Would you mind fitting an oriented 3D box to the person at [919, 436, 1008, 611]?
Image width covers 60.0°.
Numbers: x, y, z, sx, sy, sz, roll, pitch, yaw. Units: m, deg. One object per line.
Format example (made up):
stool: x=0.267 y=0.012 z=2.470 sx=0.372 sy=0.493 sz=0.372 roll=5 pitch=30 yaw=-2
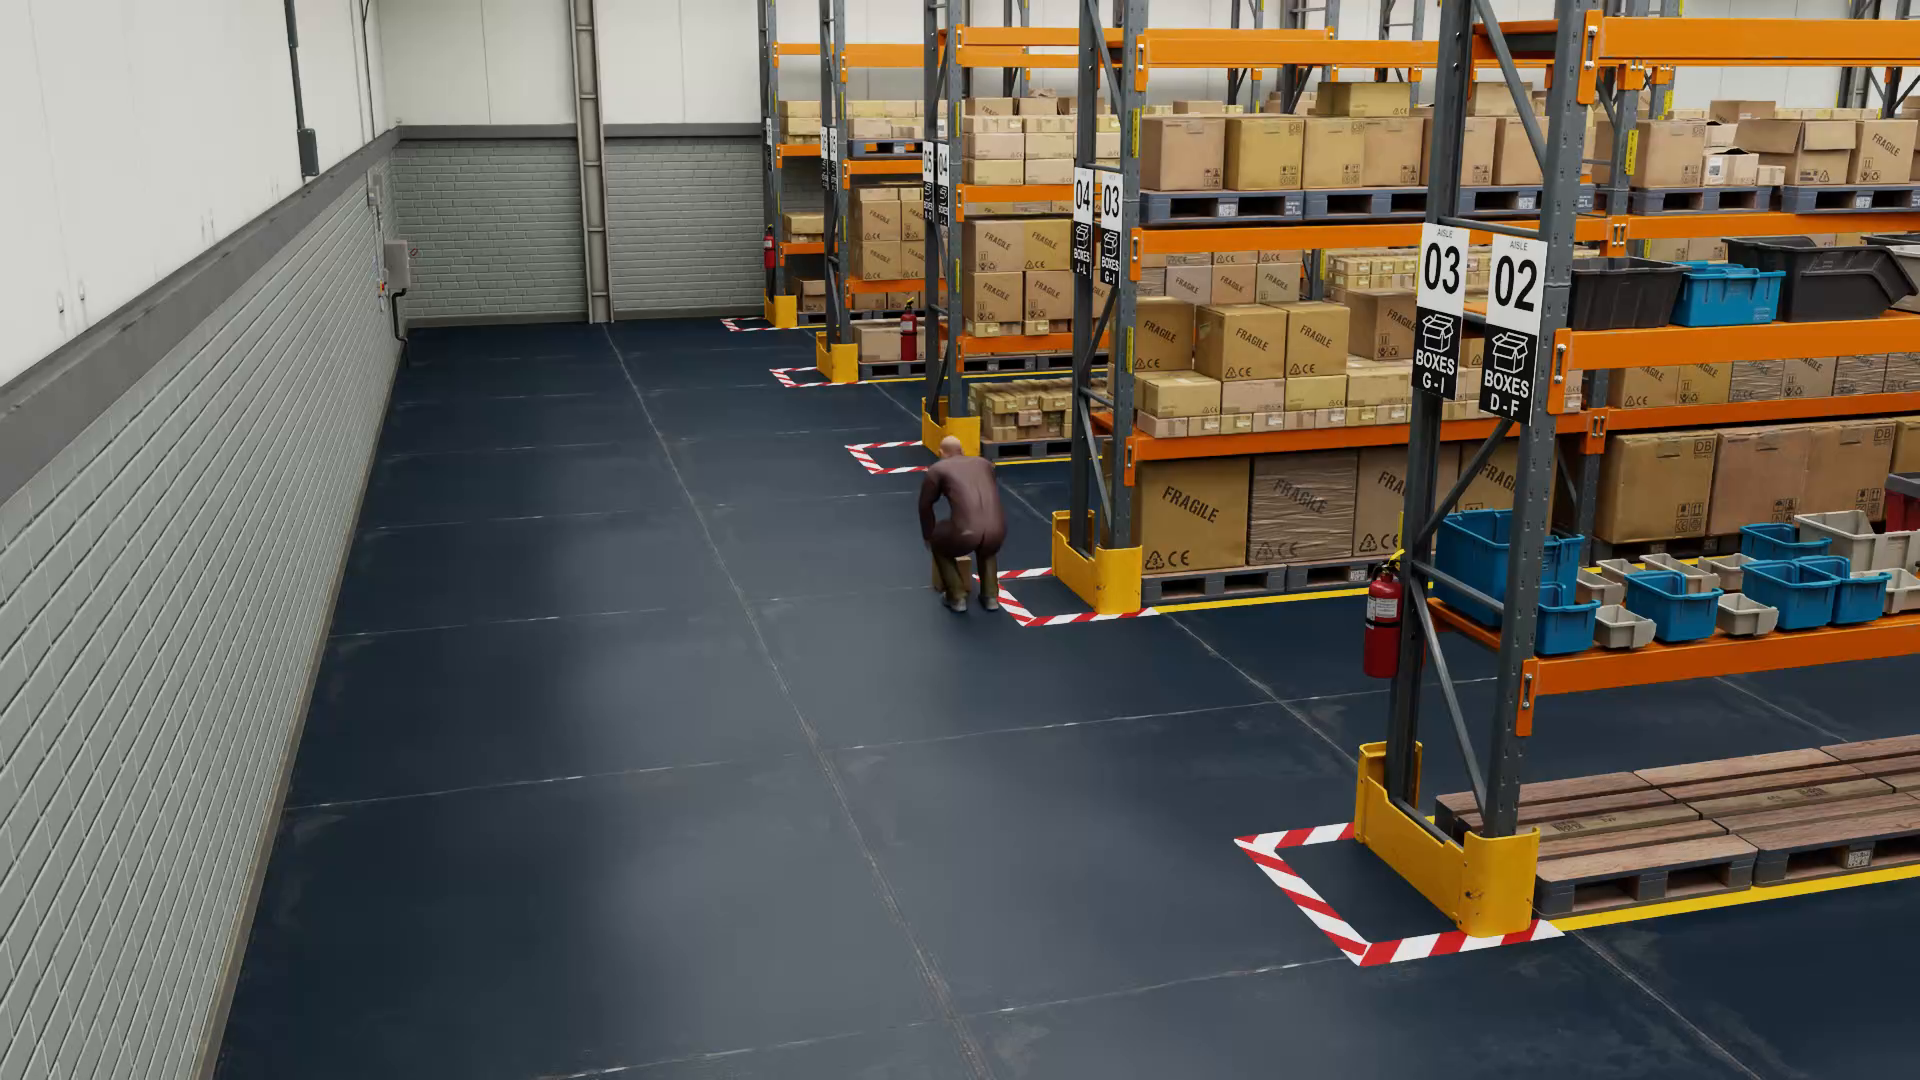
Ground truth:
person: x=0.033 y=-0.106 z=12.453 sx=0.631 sy=1.226 sz=0.803 roll=-4 pitch=16 yaw=-15
